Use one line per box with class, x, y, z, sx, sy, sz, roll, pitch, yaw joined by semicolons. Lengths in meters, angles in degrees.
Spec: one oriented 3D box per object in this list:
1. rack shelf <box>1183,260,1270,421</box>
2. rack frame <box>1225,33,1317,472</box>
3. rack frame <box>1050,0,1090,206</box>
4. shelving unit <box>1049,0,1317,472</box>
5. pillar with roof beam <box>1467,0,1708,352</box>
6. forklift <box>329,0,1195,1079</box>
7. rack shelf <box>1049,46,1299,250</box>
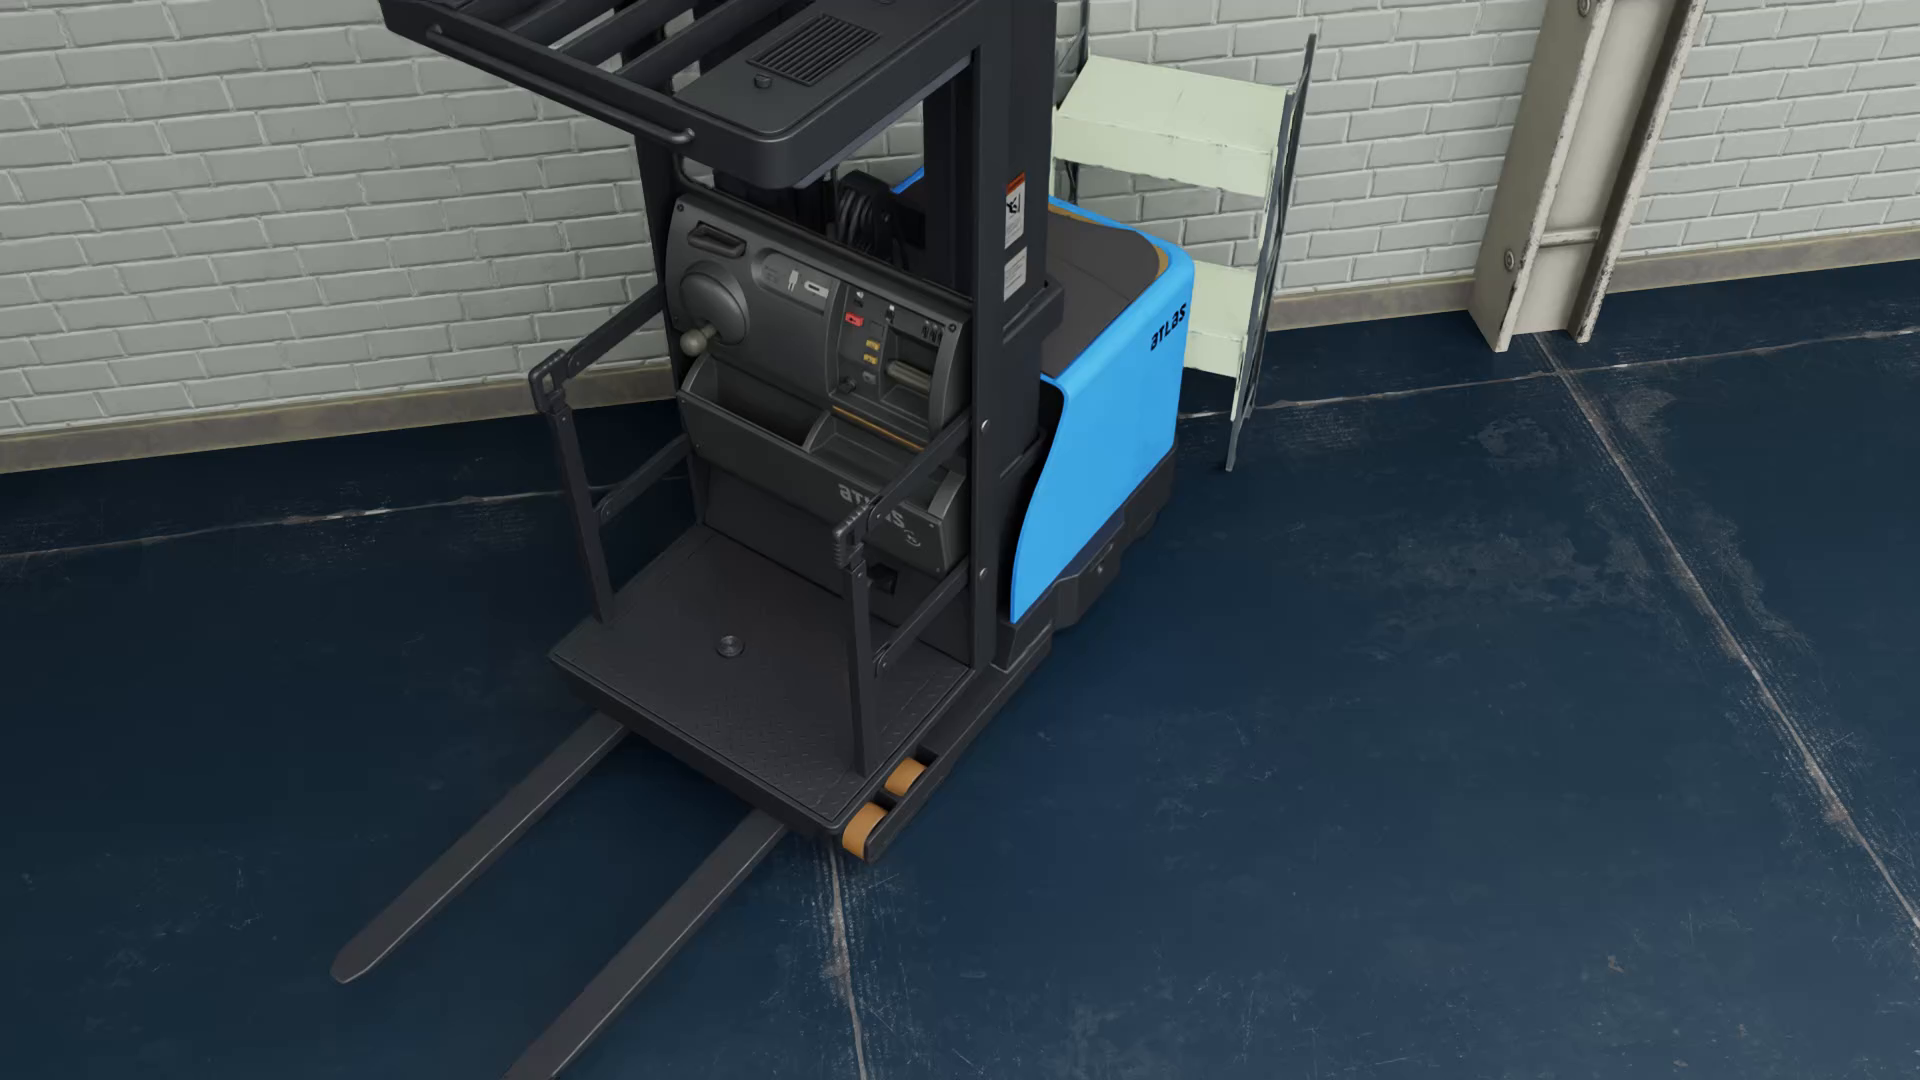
rack shelf;0.684;-0.766;5.891;0.720;0.370;0.431;14;46;13
rack frame;1.033;-0.913;5.579;0.023;1.500;0.400;14;46;13
rack frame;0.341;-1.084;5.745;0.023;1.500;0.400;14;46;13
shelving unit;0.687;-0.998;5.662;0.755;1.500;0.431;14;46;13
pillar with roof beam;2.976;-0.930;0.397;0.400;9.000;9.100;-7;46;-7
forklift;-0.513;-0.487;4.184;1.130;2.935;3.031;27;52;23
rack shelf;0.689;-1.276;5.388;0.720;0.370;0.431;14;46;13
